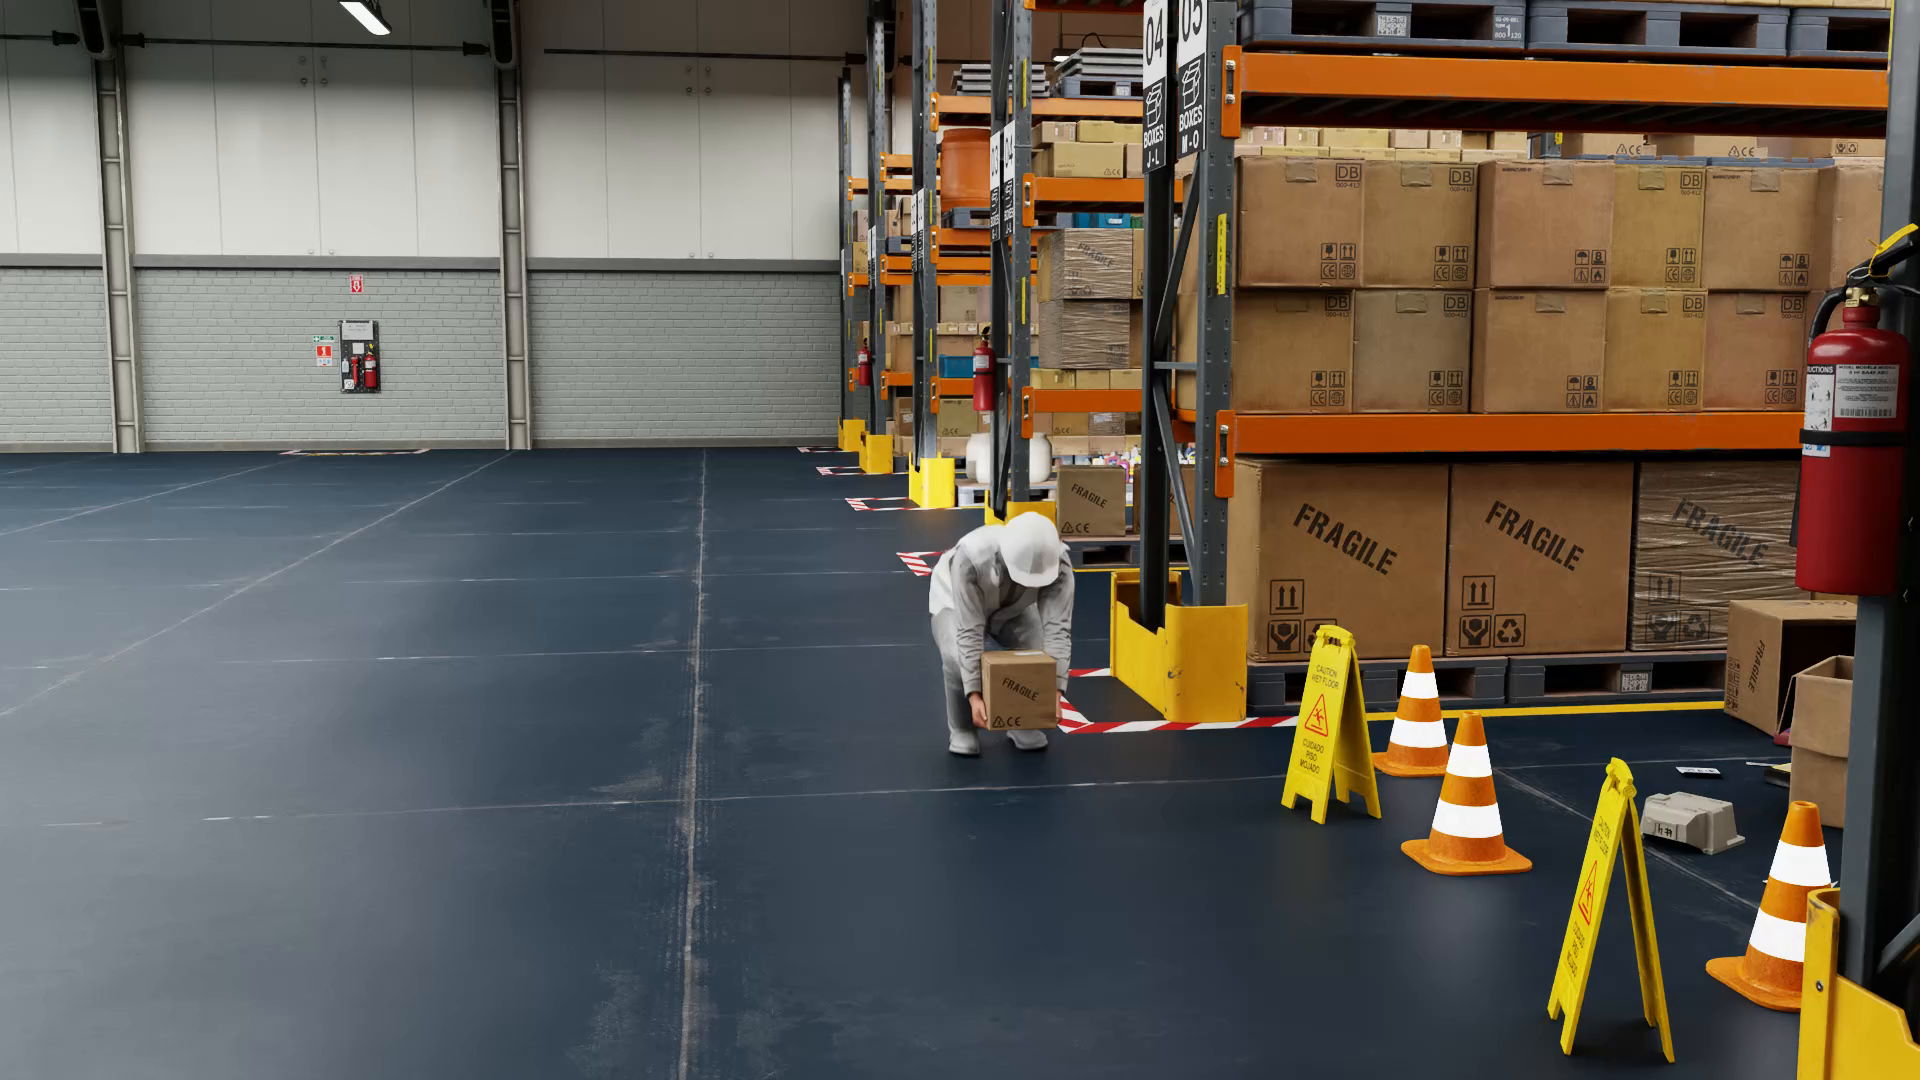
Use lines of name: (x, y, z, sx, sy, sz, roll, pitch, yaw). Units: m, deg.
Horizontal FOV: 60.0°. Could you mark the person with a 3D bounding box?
person: (0.166, 0.352, 6.476, 0.500, 0.997, 0.934, -1, 7, -10)
